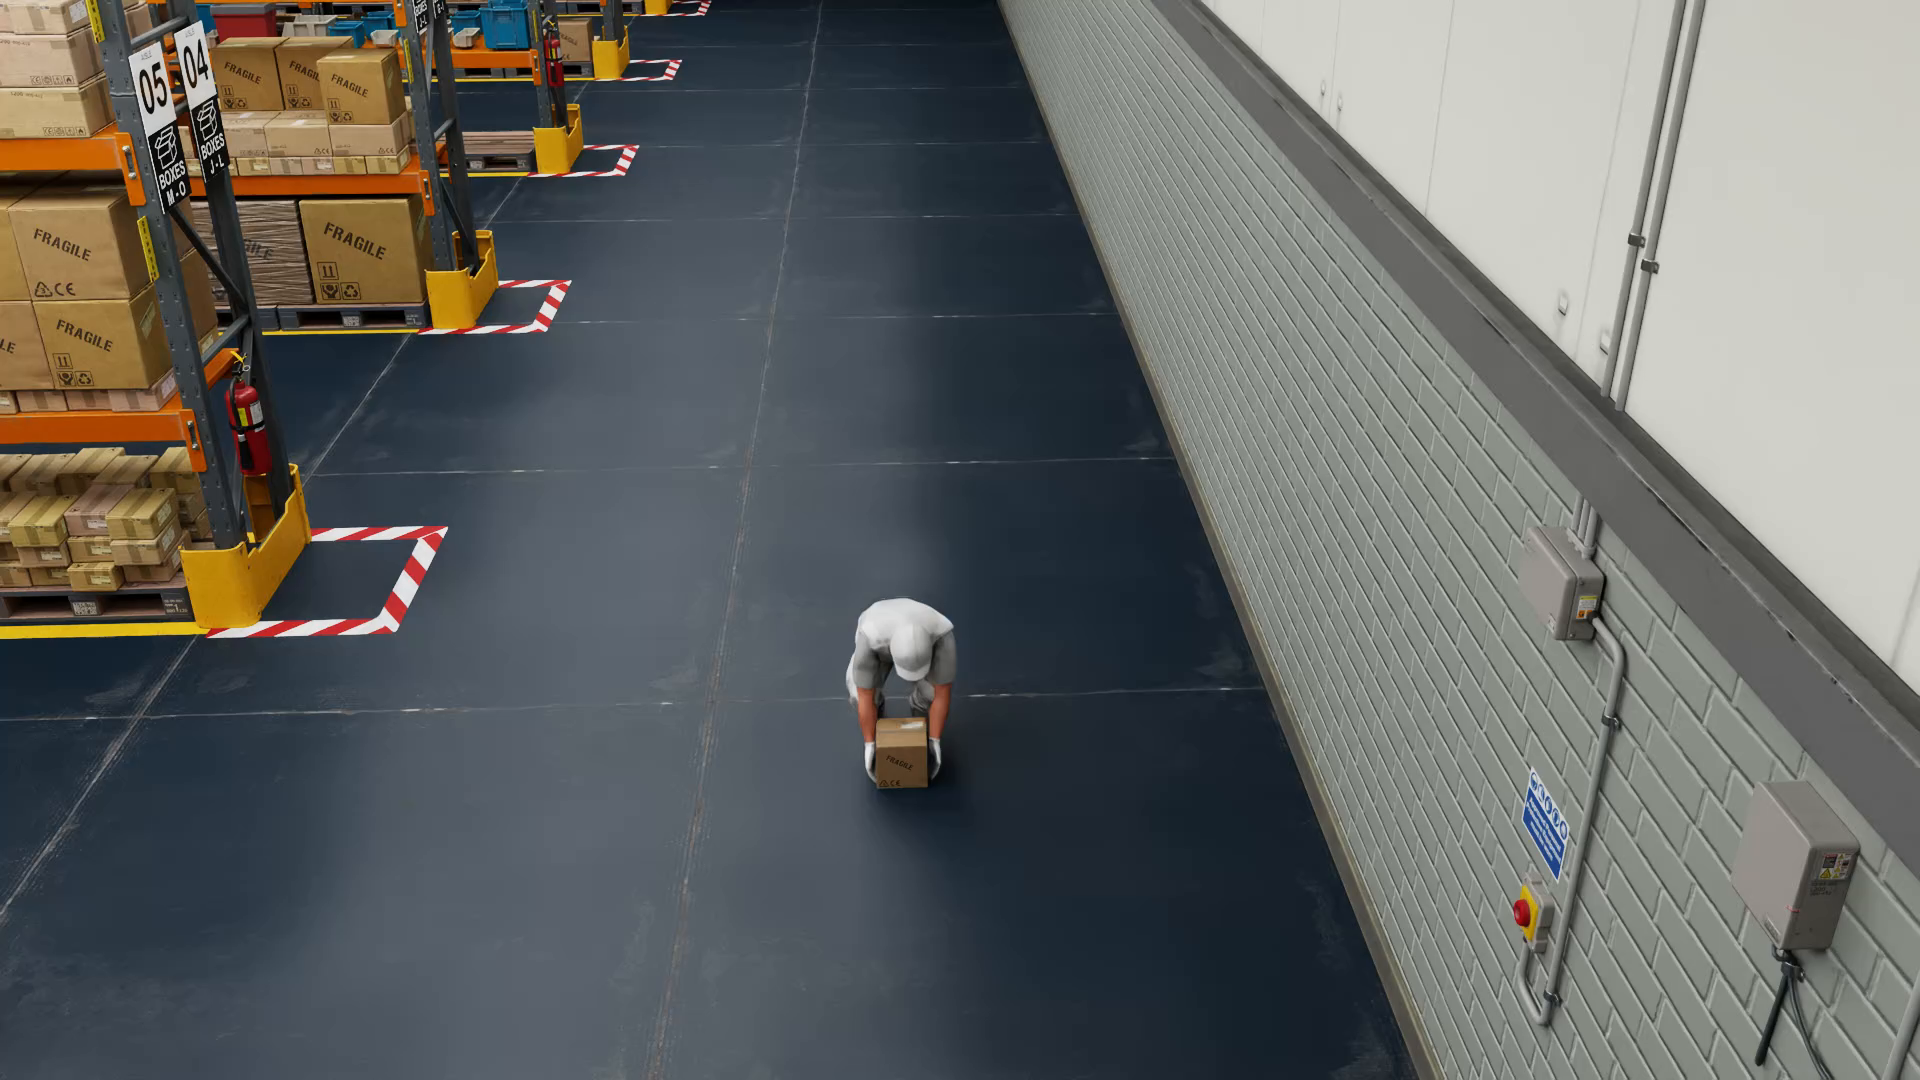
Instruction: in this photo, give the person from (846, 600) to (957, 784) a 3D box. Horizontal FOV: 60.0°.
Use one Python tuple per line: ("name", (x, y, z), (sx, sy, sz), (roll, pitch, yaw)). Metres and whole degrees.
("person", (-0.298, 0.659, 8.391), (0.560, 0.877, 0.896), (-1, 27, -3))
